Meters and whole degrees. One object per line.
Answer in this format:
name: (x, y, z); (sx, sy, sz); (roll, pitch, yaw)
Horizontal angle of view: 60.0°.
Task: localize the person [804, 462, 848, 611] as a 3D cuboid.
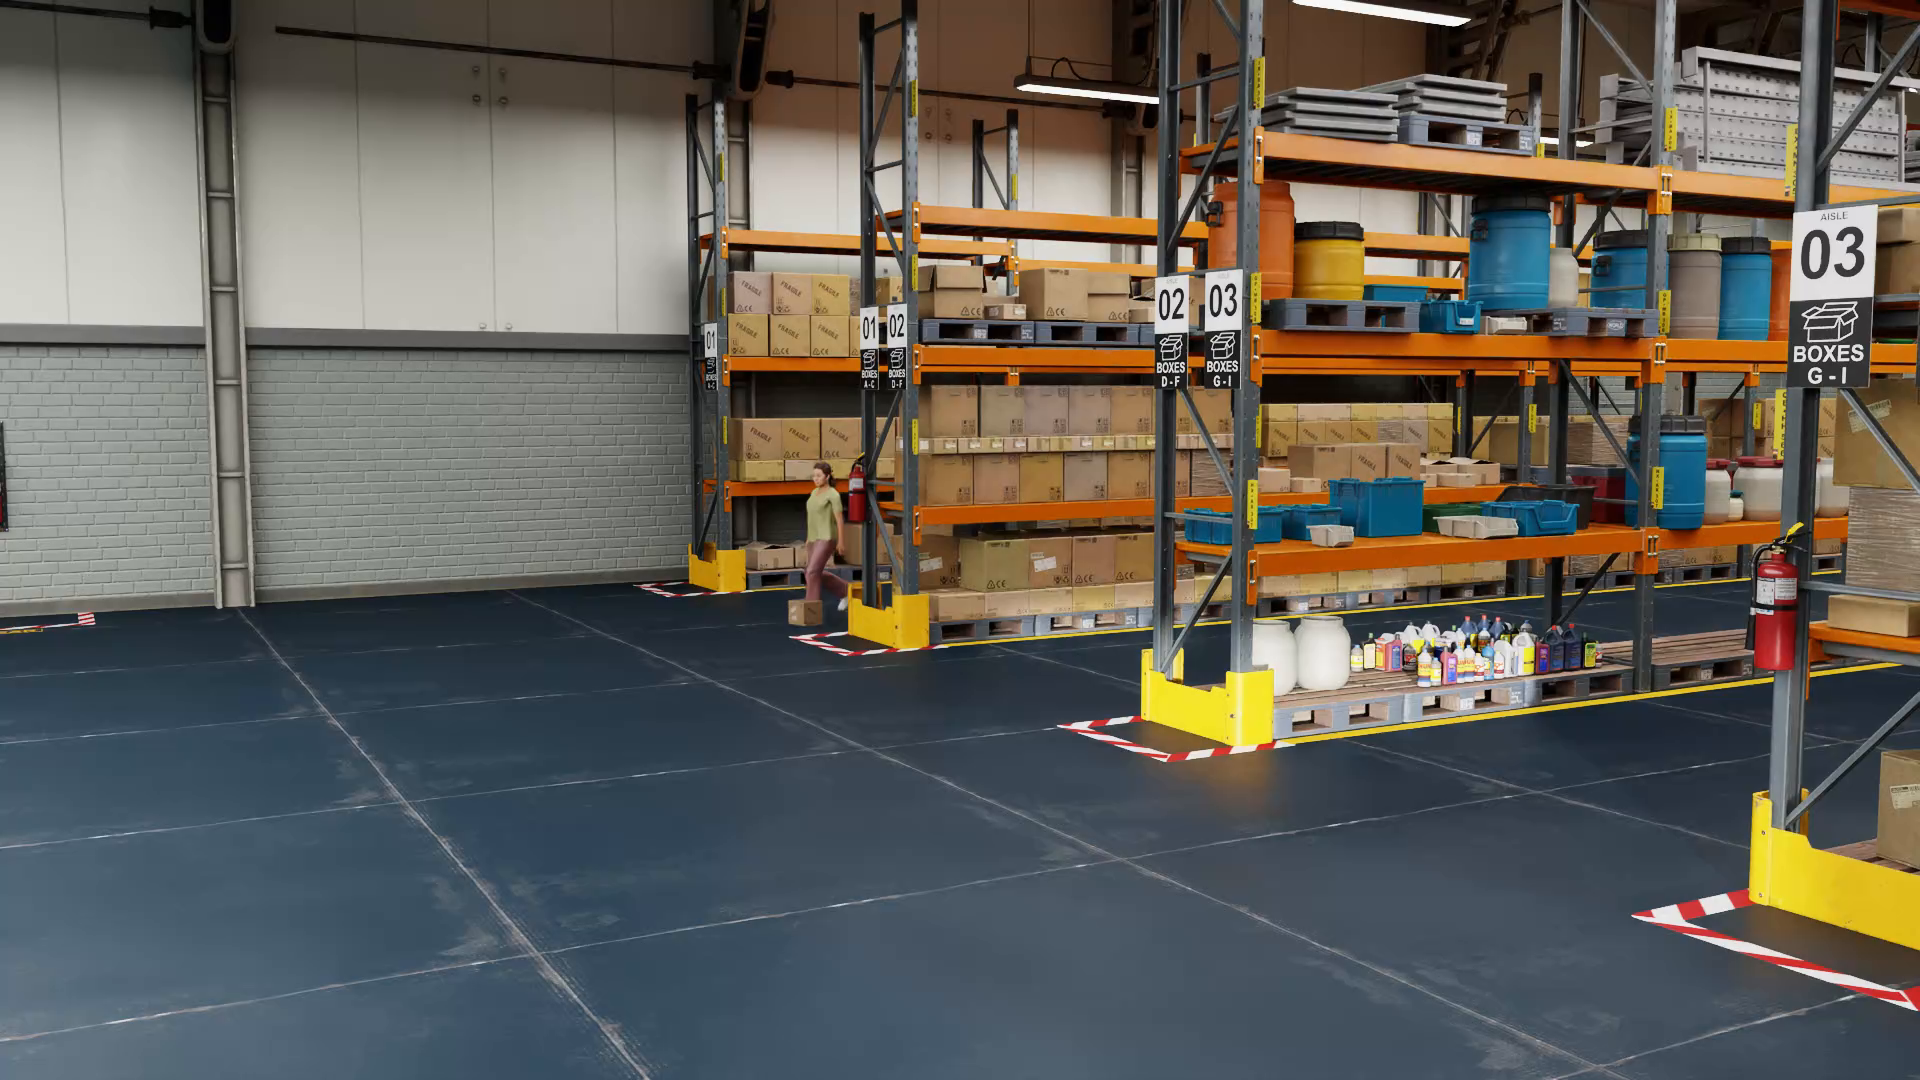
person: (-1.385, 0.005, 17.261); (0.833, 1.638, 0.449); (-4, 6, -36)
